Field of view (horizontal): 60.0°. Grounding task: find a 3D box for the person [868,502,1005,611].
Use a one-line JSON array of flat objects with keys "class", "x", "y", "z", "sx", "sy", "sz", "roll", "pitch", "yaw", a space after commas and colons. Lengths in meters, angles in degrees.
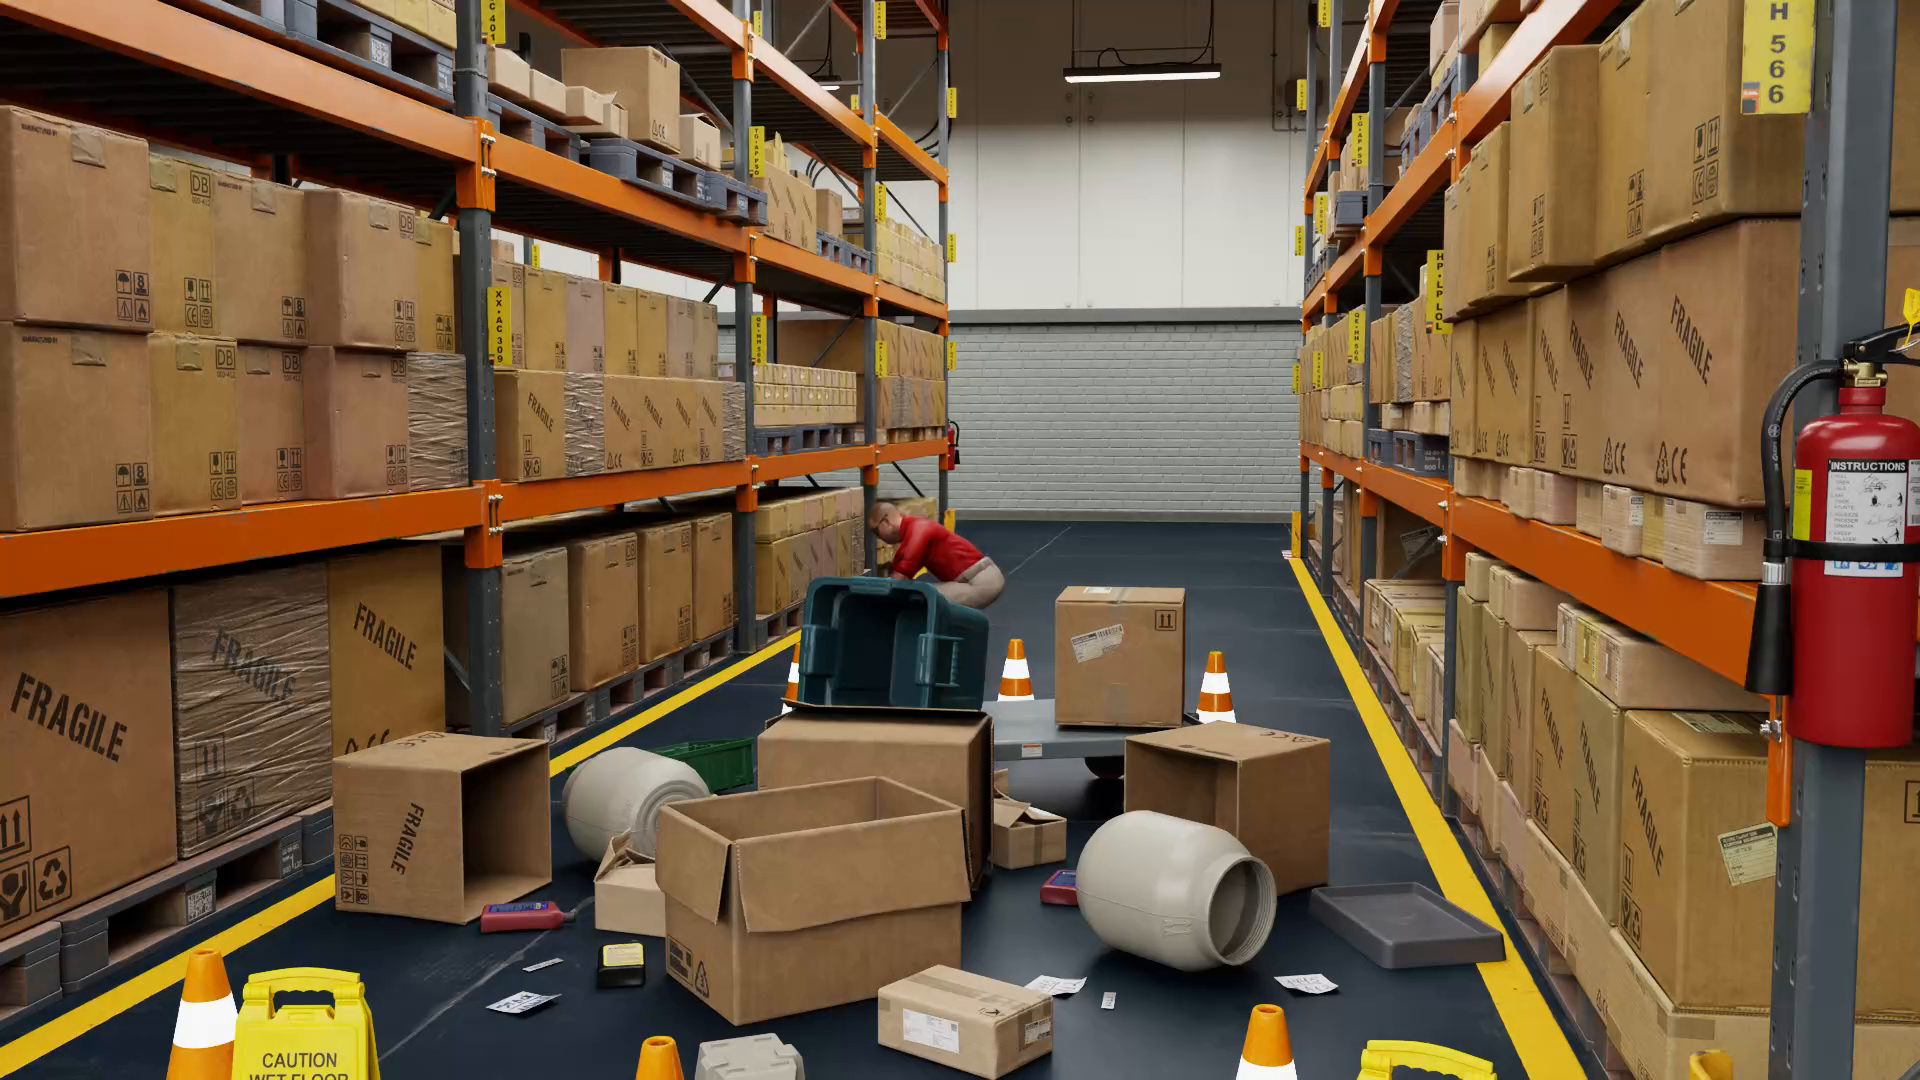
[{"class": "person", "x": -0.165, "y": 0.299, "z": 10.220, "sx": 0.857, "sy": 1.064, "sz": 0.573, "roll": 1, "pitch": 4, "yaw": 9}]
